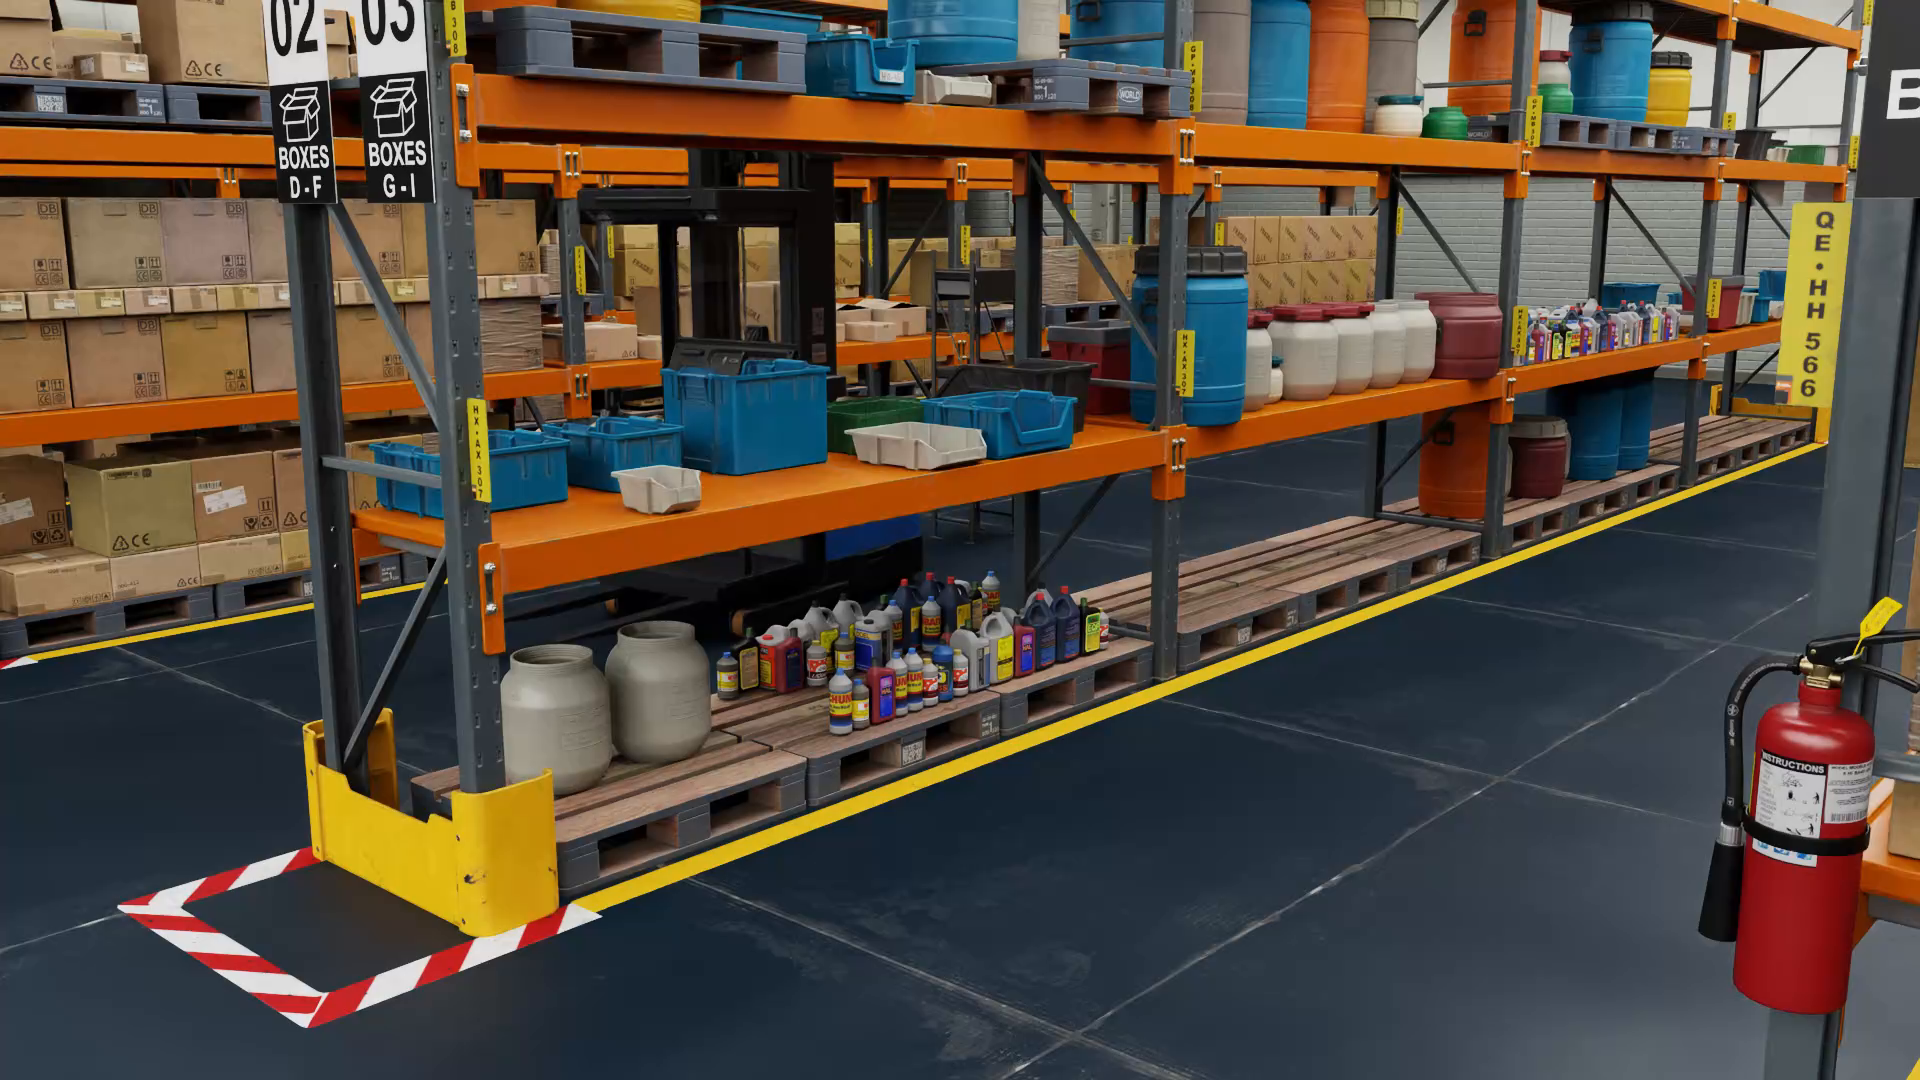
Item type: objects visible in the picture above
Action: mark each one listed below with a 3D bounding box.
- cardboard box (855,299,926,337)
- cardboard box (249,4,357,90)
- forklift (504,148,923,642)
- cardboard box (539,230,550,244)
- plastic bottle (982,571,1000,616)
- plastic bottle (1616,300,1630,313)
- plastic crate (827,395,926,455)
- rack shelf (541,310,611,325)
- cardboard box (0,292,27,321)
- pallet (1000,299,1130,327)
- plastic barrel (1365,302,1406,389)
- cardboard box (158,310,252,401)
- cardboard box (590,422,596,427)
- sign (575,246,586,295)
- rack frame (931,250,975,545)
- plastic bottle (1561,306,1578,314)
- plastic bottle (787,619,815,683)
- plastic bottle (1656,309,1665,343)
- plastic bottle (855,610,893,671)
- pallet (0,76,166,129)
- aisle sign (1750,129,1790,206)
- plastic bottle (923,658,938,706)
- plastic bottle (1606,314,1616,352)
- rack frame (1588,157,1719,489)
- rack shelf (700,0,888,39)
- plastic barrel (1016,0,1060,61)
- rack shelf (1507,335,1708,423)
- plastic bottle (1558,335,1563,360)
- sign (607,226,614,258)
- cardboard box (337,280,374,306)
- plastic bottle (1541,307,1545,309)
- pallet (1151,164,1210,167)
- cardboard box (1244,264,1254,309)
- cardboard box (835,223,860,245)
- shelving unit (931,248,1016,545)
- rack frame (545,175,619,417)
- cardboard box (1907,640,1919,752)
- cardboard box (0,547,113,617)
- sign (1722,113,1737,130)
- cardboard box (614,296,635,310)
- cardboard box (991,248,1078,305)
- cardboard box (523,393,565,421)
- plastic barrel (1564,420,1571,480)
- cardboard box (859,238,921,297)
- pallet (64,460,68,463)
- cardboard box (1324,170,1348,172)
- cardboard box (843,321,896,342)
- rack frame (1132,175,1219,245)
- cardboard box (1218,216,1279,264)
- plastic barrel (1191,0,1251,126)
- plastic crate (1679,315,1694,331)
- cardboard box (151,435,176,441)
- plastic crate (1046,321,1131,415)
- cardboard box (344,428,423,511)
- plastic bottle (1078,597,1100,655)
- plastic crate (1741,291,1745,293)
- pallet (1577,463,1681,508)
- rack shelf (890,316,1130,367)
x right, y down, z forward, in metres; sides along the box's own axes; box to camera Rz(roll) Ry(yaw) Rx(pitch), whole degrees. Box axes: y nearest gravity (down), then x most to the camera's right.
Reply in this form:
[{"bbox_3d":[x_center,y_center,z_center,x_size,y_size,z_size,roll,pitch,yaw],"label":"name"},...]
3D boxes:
[{"bbox_3d":[-0.645,-1.947,14.529,0.500,0.311,0.500,11,16,44],"label":"cardboard box"},{"bbox_3d":[-4.194,-3.020,10.323,0.637,0.503,0.797,-10,15,-41],"label":"cardboard box"},{"bbox_3d":[-1.475,-0.986,9.663,1.130,2.935,3.031,7,13,33],"label":"forklift"},{"bbox_3d":[-4.502,-3.158,17.327,0.380,0.149,0.250,7,13,31],"label":"cardboard box"},{"bbox_3d":[0.166,0.303,8.877,0.097,0.271,0.097,0,11,0],"label":"plastic bottle"},{"bbox_3d":[5.395,-1.776,13.570,0.144,0.351,0.185,10,15,40],"label":"plastic bottle"},{"bbox_3d":[-0.402,-0.542,7.808,0.450,0.188,0.662,10,15,40],"label":"plastic crate"},{"bbox_3d":[-5.416,-2.032,16.561,1.077,0.370,4.000,10,15,40],"label":"rack shelf"},{"bbox_3d":[-5.232,-1.259,8.943,0.380,0.149,0.250,10,15,40],"label":"cardboard box"},{"bbox_3d":[0.908,-2.231,16.214,1.003,0.211,1.213,10,15,40],"label":"pallet"},{"bbox_3d":[2.550,-1.212,10.333,0.421,0.512,0.421,0,11,0],"label":"plastic barrel"},{"bbox_3d":[-4.660,-1.128,9.945,0.700,0.500,0.500,10,15,41],"label":"cardboard box"},{"bbox_3d":[-2.622,-0.757,12.858,0.500,0.311,0.500,10,15,42],"label":"cardboard box"},{"bbox_3d":[-2.595,-1.842,11.363,0.100,0.325,0.005,10,15,40],"label":"sign"},{"bbox_3d":[-0.052,-1.018,11.948,0.400,2.100,0.015,10,15,40],"label":"rack frame"},{"bbox_3d":[5.153,-1.853,14.145,0.152,0.276,0.135,10,15,40],"label":"plastic bottle"},{"bbox_3d":[-0.773,0.518,7.788,0.152,0.276,0.135,9,15,39],"label":"plastic bottle"},{"bbox_3d":[5.728,-1.772,13.741,0.152,0.276,0.135,10,15,40],"label":"plastic bottle"},{"bbox_3d":[-0.416,0.482,7.972,0.152,0.276,0.135,10,15,40],"label":"plastic bottle"},{"bbox_3d":[-5.167,-2.390,9.086,1.003,0.211,1.213,10,15,40],"label":"pallet"},{"bbox_3d":[8.452,-3.899,17.434,0.394,0.787,0.004,10,15,40],"label":"aisle sign"},{"bbox_3d":[-0.146,0.630,7.422,0.097,0.201,0.097,0,11,0],"label":"plastic bottle"},{"bbox_3d":[5.035,-1.607,12.898,0.061,0.283,0.133,10,15,40],"label":"plastic bottle"},{"bbox_3d":[5.987,-1.986,14.497,1.000,3.000,0.127,10,15,40],"label":"rack frame"},{"bbox_3d":[-1.692,-4.137,12.809,1.077,0.370,4.000,10,15,40],"label":"rack shelf"},{"bbox_3d":[0.274,-2.503,8.068,0.421,0.512,0.421,0,11,0],"label":"plastic barrel"},{"bbox_3d":[4.667,-1.339,13.094,1.077,0.370,4.000,10,15,40],"label":"rack shelf"},{"bbox_3d":[4.365,-1.423,12.186,0.097,0.201,0.097,0,11,0],"label":"plastic bottle"},{"bbox_3d":[-3.682,-3.139,17.514,0.100,0.325,0.005,10,15,40],"label":"sign"},{"bbox_3d":[-3.870,-1.563,10.467,0.380,0.149,0.250,10,15,42],"label":"cardboard box"},{"bbox_3d":[4.838,-1.800,13.860,0.061,0.283,0.133,10,15,40],"label":"plastic bottle"},{"bbox_3d":[1.785,-3.919,16.996,1.213,0.211,1.003,10,15,40],"label":"pallet"},{"bbox_3d":[2.809,-2.716,17.896,0.500,0.500,0.500,10,15,42],"label":"cardboard box"},{"bbox_3d":[-1.571,-3.738,20.286,0.500,0.250,0.500,10,15,42],"label":"cardboard box"},{"bbox_3d":[0.109,-1.054,12.127,0.431,2.100,0.503,10,15,40],"label":"shelving unit"},{"bbox_3d":[-4.096,-2.679,17.964,1.000,3.000,0.127,10,15,40],"label":"rack frame"},{"bbox_3d":[2.170,0.147,2.800,0.875,0.500,0.500,10,15,40],"label":"cardboard box"},{"bbox_3d":[-5.132,0.231,9.346,0.500,0.250,0.500,10,15,40],"label":"cardboard box"},{"bbox_3d":[6.399,-3.390,13.845,0.100,0.325,0.005,10,15,40],"label":"sign"},{"bbox_3d":[-3.704,-2.584,18.079,0.380,0.149,0.250,9,15,40],"label":"cardboard box"},{"bbox_3d":[0.706,-2.511,15.796,0.500,0.500,0.700,-9,14,-37],"label":"cardboard box"},{"bbox_3d":[-4.532,-1.556,17.601,0.700,0.500,0.500,10,15,41],"label":"cardboard box"},{"bbox_3d":[4.708,-0.719,13.430,0.421,0.512,0.421,0,11,0],"label":"plastic barrel"},{"bbox_3d":[-1.085,-3.492,21.270,0.980,0.700,0.700,10,15,41],"label":"cardboard box"},{"bbox_3d":[-7.153,-0.619,14.773,1.003,0.211,1.213,10,15,40],"label":"pallet"},{"bbox_3d":[4.109,-4.356,19.087,0.500,0.250,0.500,10,15,40],"label":"cardboard box"},{"bbox_3d":[-0.758,-1.747,13.943,0.380,0.149,0.250,10,15,40],"label":"cardboard box"},{"bbox_3d":[2.268,-2.627,17.706,1.000,3.000,0.127,10,15,40],"label":"rack frame"},{"bbox_3d":[3.131,-3.275,18.144,0.500,0.500,0.500,9,15,39],"label":"cardboard box"},{"bbox_3d":[1.310,-2.725,9.258,0.600,0.901,0.600,0,11,0],"label":"plastic barrel"},{"bbox_3d":[6.401,-1.936,14.767,0.396,0.136,0.243,10,15,40],"label":"plastic crate"},{"bbox_3d":[-7.067,-0.834,14.838,0.380,0.166,0.250,7,14,33],"label":"cardboard box"},{"bbox_3d":[0.796,-0.951,9.153,0.402,0.464,0.583,10,15,40],"label":"plastic crate"},{"bbox_3d":[-3.820,-0.433,10.753,0.500,0.500,0.500,10,15,40],"label":"cardboard box"},{"bbox_3d":[0.636,0.421,8.259,0.061,0.283,0.133,11,16,43],"label":"plastic bottle"},{"bbox_3d":[7.782,-2.431,17.000,0.416,0.233,0.300,10,15,40],"label":"plastic crate"},{"bbox_3d":[5.446,-0.511,14.229,1.003,0.211,1.213,10,15,40],"label":"pallet"},{"bbox_3d":[0.948,-1.980,16.304,1.077,0.370,4.000,10,15,40],"label":"rack shelf"}]
